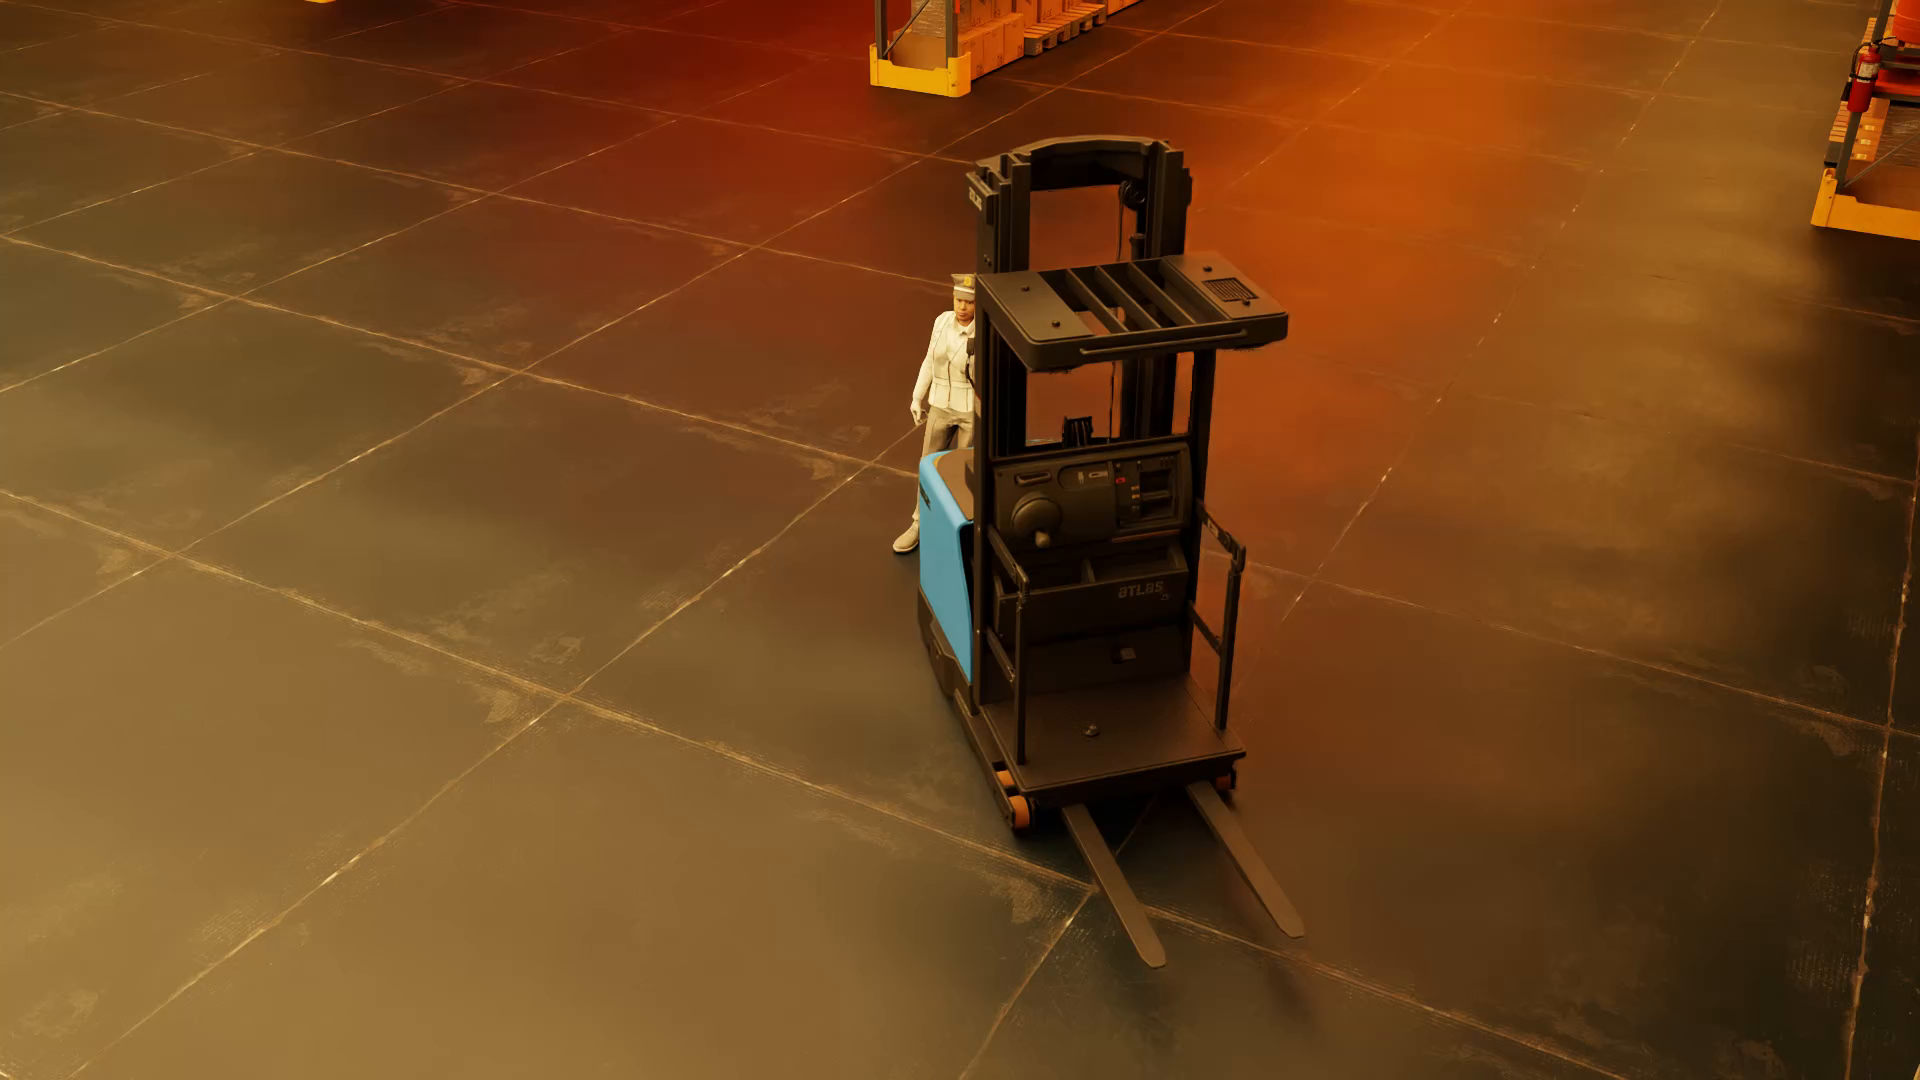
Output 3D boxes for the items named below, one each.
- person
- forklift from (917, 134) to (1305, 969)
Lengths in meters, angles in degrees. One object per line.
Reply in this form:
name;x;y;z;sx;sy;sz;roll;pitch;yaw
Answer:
person;-0.039;-0.712;9.527;0.588;1.695;0.531;15;33;25
forklift;0.667;-0.148;7.326;1.130;2.935;3.031;-8;31;-14
